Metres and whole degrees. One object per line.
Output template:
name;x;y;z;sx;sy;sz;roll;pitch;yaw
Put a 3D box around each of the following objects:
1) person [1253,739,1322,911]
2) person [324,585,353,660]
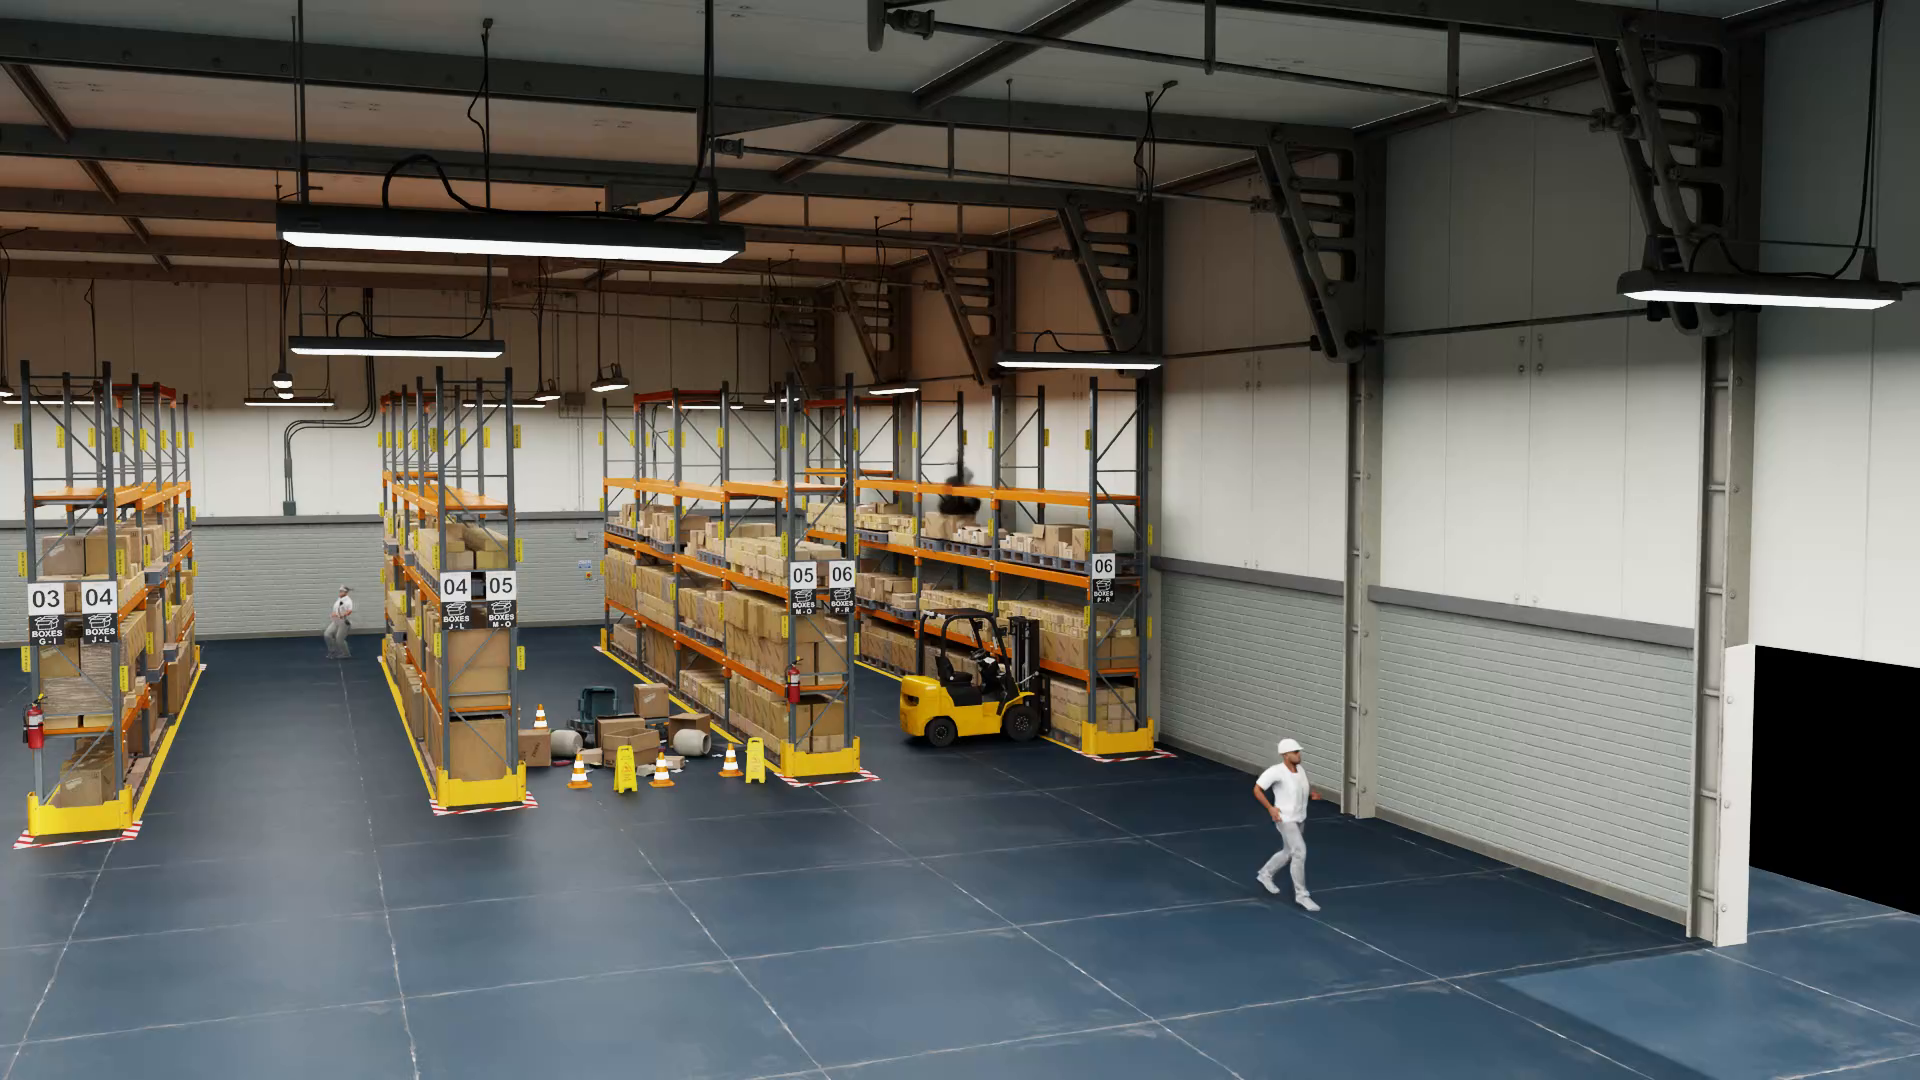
person;3.544;3.028;17.915;0.841;1.789;0.688;3;5;40
person;-14.132;1.893;37.925;0.680;1.750;0.624;2;4;34
